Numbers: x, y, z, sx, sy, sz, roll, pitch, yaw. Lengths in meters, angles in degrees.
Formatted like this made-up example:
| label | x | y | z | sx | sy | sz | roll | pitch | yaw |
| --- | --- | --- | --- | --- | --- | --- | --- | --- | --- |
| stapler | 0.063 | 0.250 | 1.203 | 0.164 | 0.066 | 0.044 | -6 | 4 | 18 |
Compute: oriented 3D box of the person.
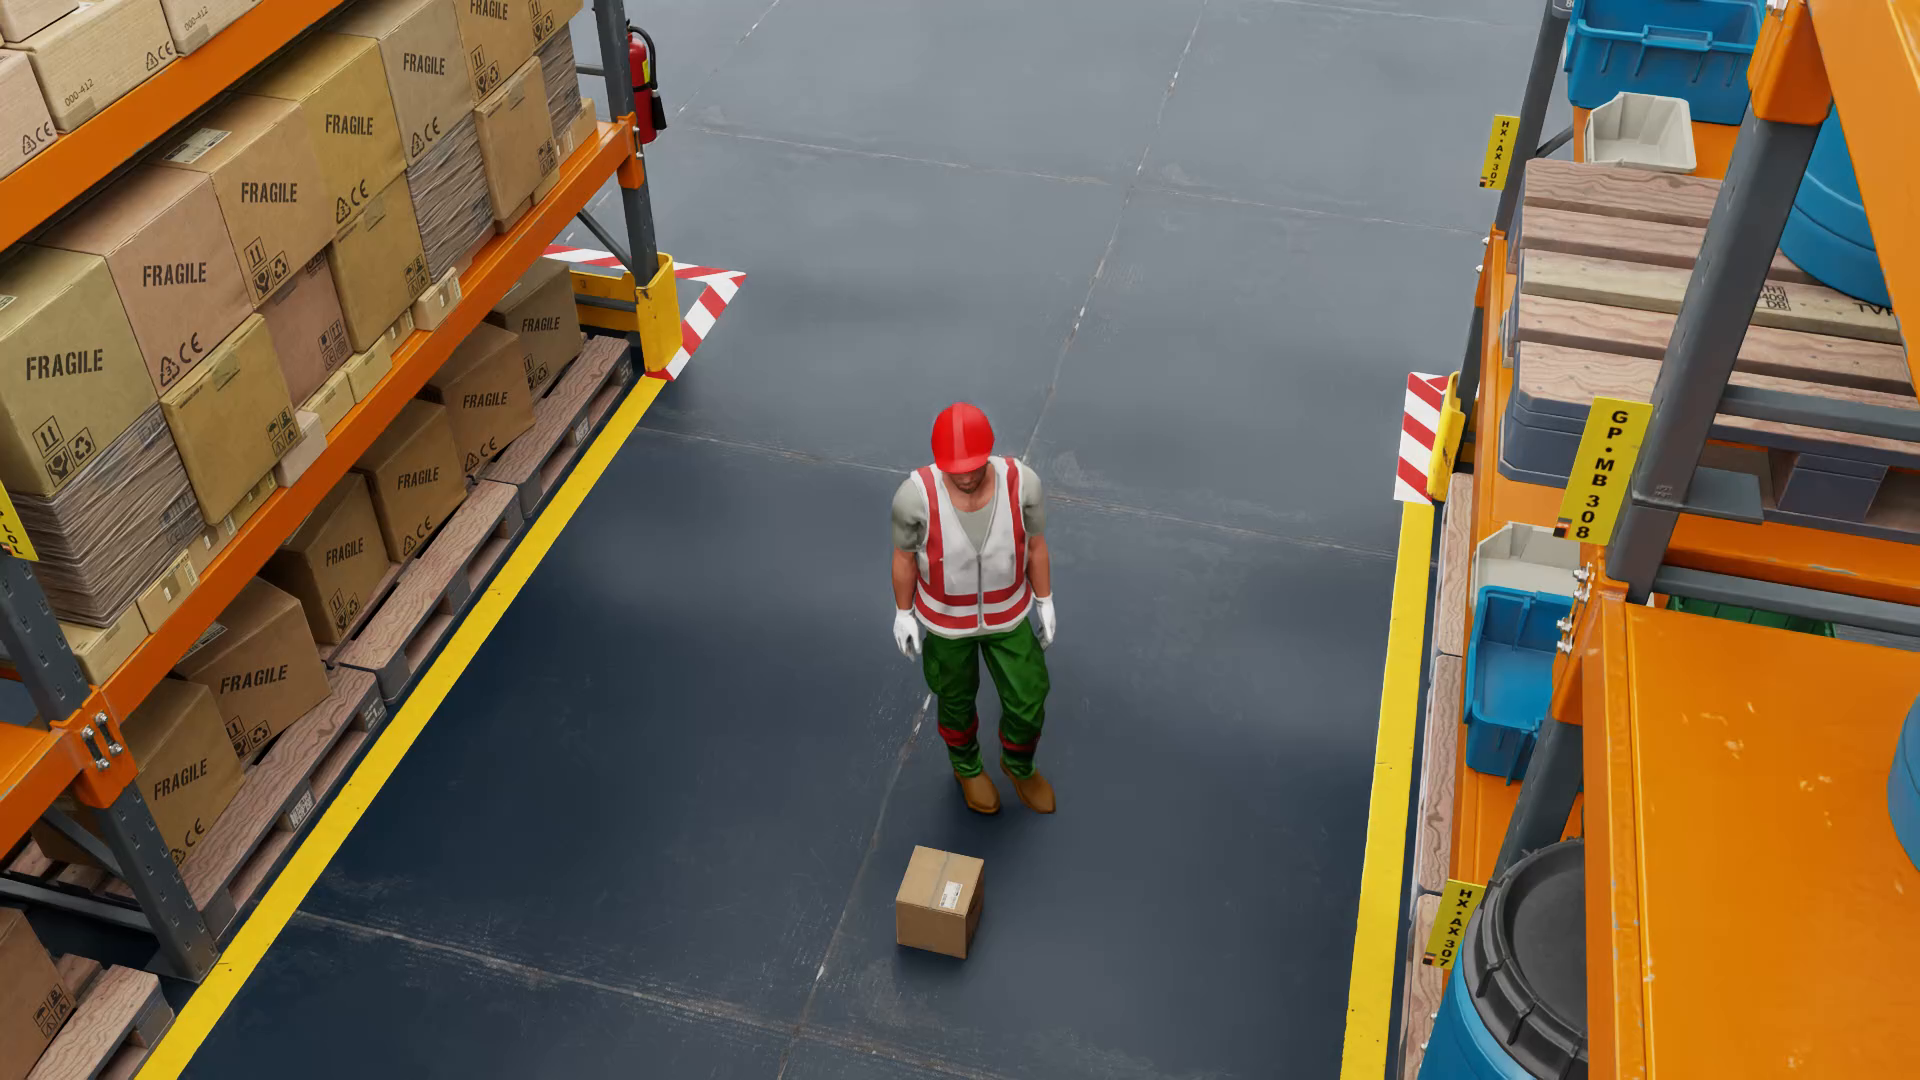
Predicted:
| label | x | y | z | sx | sy | sz | roll | pitch | yaw |
| --- | --- | --- | --- | --- | --- | --- | --- | --- | --- |
| person | 0.063 | 0.298 | 5.806 | 0.575 | 1.815 | 0.423 | -7 | 41 | -8 |
